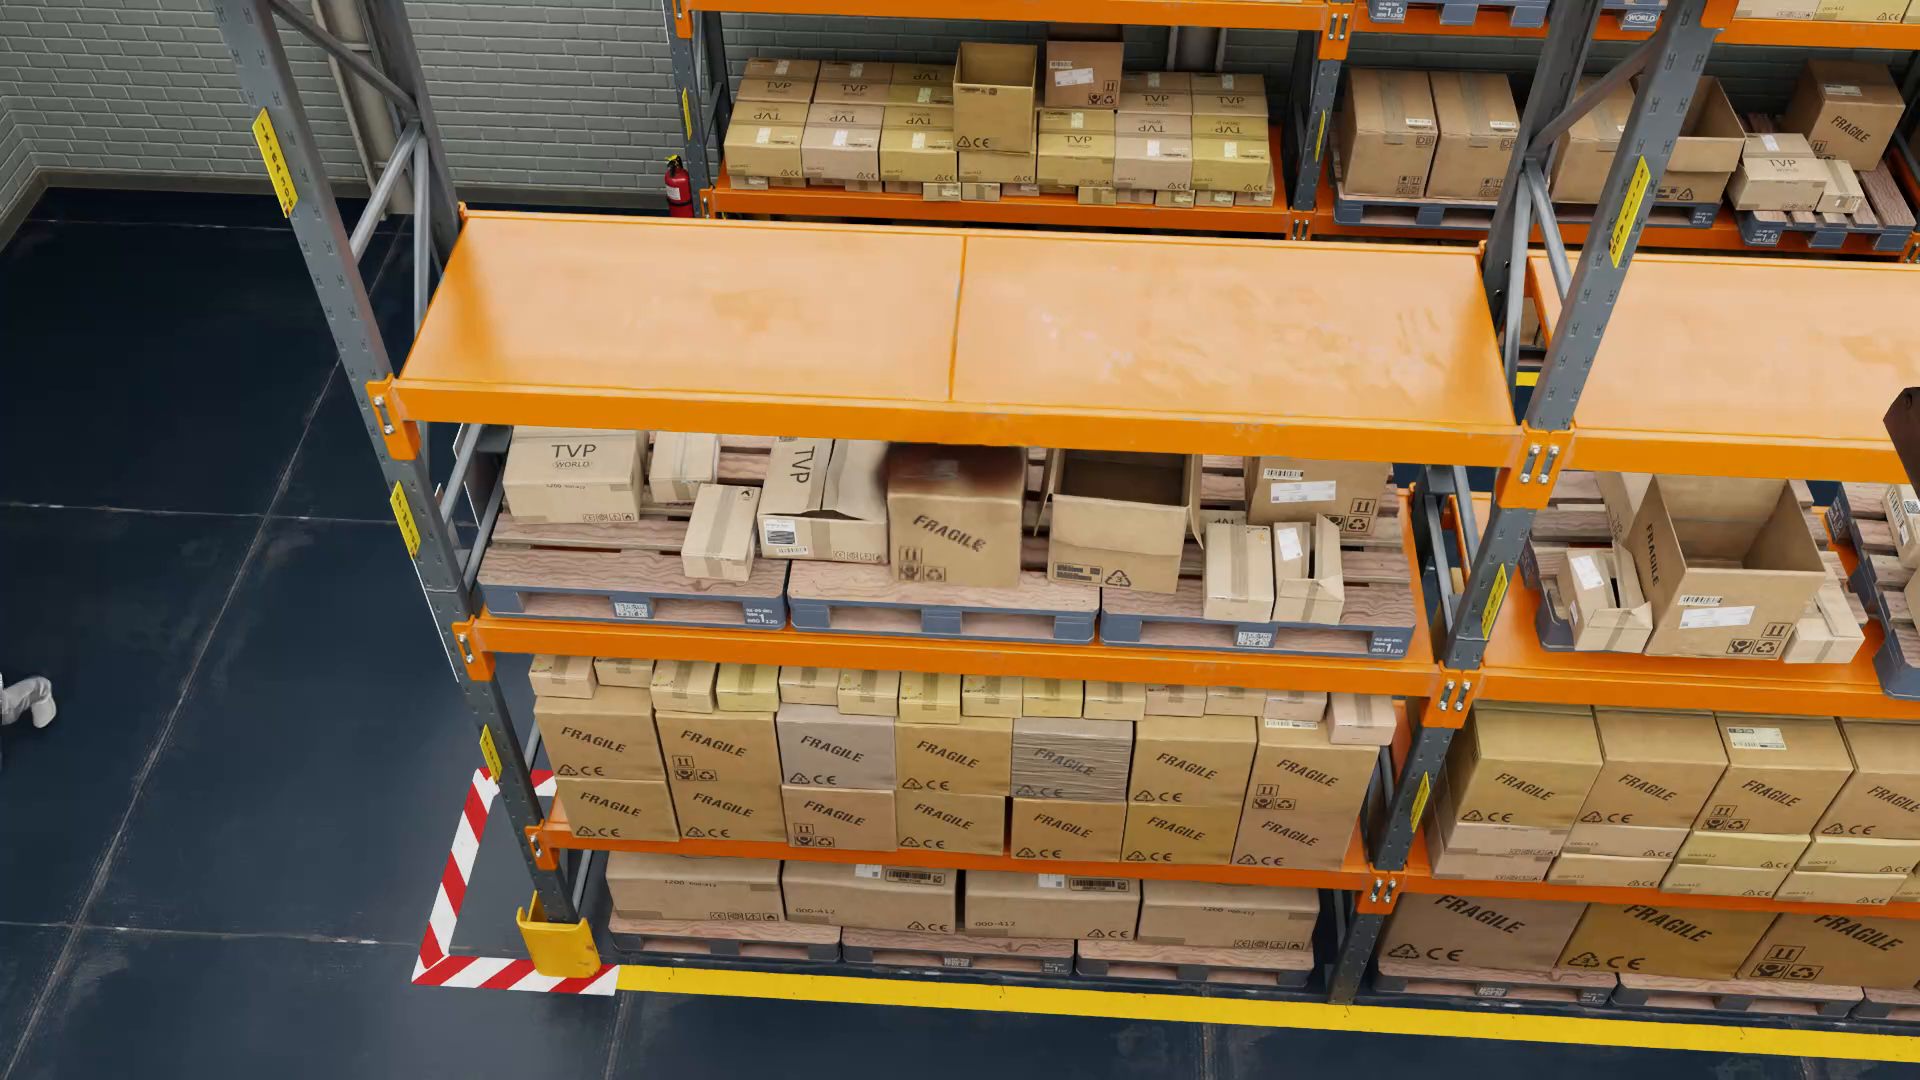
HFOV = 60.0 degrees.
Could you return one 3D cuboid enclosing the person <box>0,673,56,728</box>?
[{"bbox_3d":[-5.471,0.715,8.917,0.616,1.747,0.957,-3,48,-3],"label":"person"}]
